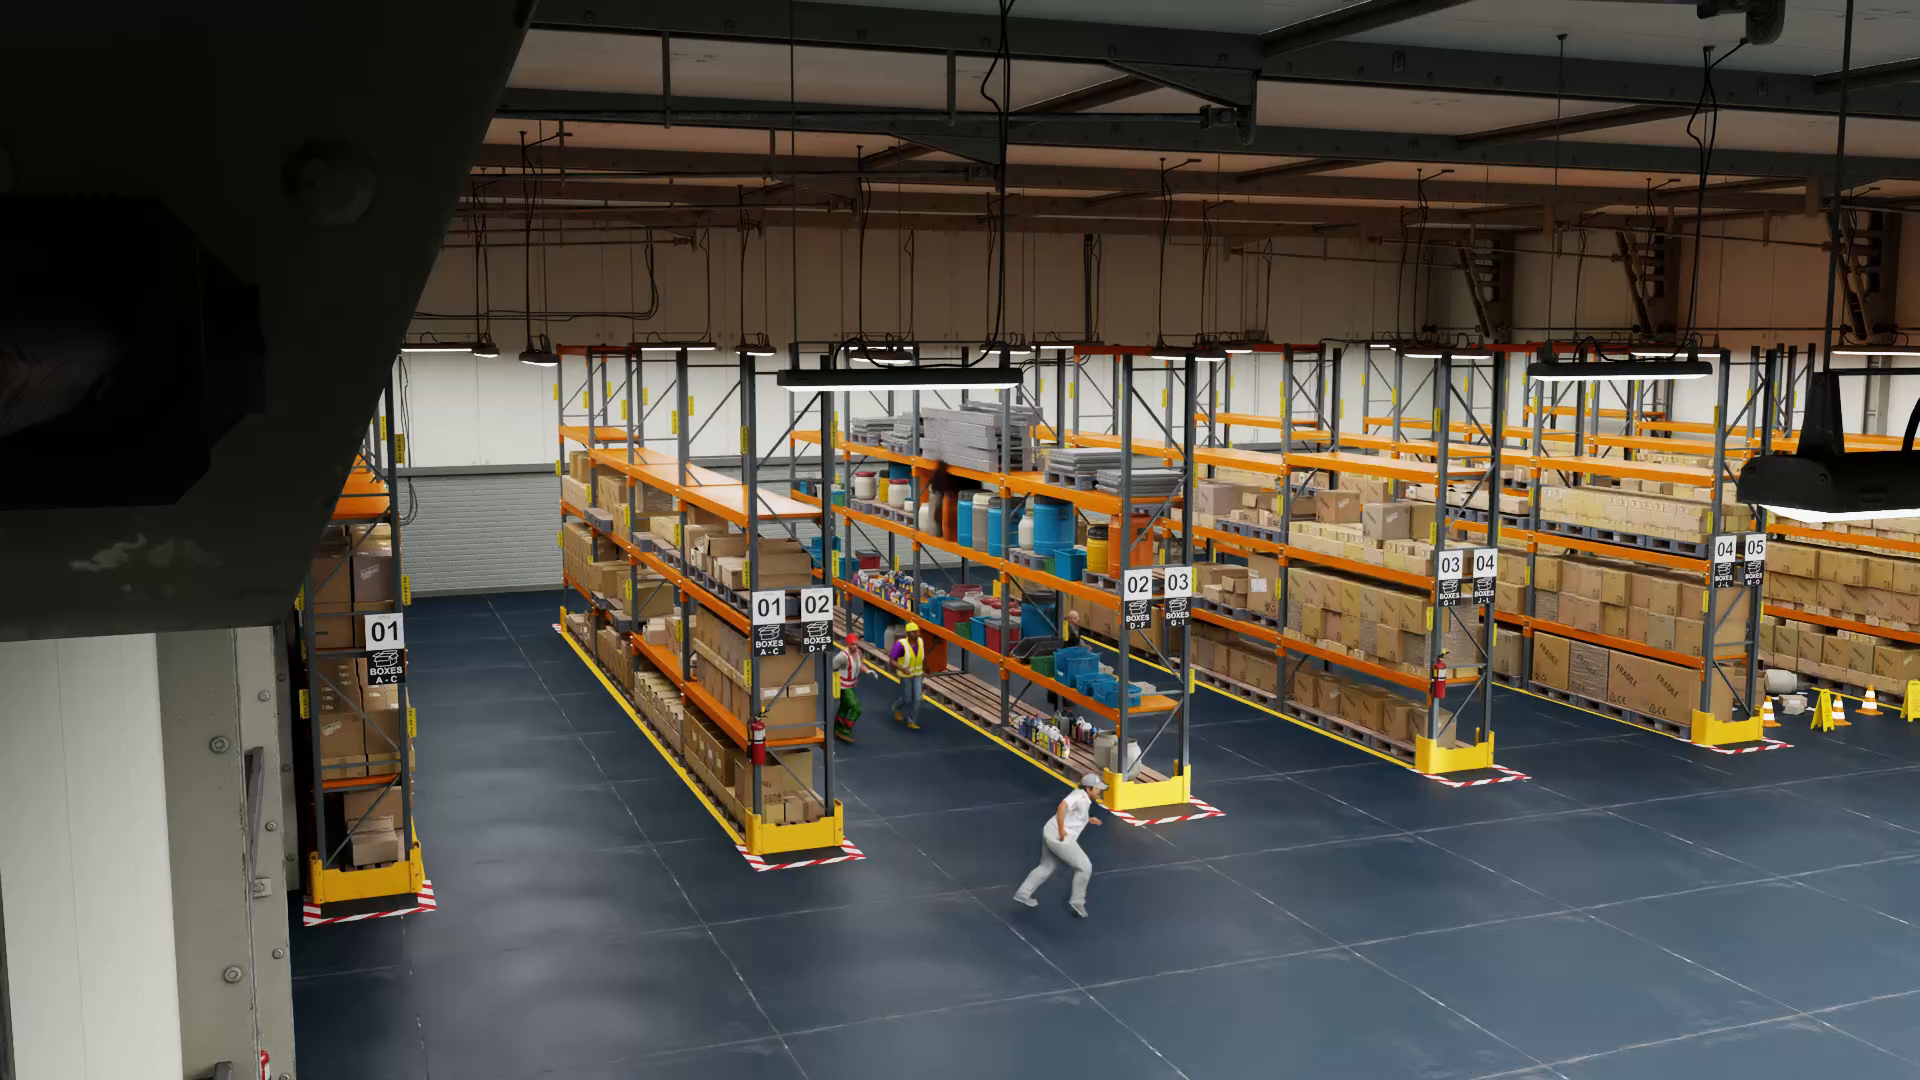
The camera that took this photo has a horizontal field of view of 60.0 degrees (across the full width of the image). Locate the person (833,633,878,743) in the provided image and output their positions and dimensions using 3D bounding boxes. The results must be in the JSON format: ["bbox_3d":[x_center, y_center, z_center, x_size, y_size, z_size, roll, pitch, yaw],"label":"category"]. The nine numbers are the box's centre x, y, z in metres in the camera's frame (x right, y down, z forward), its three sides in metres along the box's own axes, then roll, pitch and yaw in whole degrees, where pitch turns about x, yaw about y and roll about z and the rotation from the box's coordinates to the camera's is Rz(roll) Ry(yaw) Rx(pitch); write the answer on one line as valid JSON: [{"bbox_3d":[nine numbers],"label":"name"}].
[{"bbox_3d":[-1.665,2.270,25.544,0.817,1.738,0.679,2,8,19],"label":"person"}]

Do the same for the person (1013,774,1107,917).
[{"bbox_3d":[1.079,3.318,17.960,1.012,1.619,0.647,0,7,1],"label":"person"}]

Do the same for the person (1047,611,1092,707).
[{"bbox_3d":[1.814,1.987,27.985,0.833,1.669,0.677,3,8,20],"label":"person"}]

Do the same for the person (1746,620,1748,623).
[{"bbox_3d":[16.039,1.002,34.846,0.655,1.766,1.000,-4,8,-28],"label":"person"}]

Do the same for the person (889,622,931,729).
[{"bbox_3d":[-0.830,2.138,26.461,0.698,1.716,0.768,-4,8,-27],"label":"person"}]
